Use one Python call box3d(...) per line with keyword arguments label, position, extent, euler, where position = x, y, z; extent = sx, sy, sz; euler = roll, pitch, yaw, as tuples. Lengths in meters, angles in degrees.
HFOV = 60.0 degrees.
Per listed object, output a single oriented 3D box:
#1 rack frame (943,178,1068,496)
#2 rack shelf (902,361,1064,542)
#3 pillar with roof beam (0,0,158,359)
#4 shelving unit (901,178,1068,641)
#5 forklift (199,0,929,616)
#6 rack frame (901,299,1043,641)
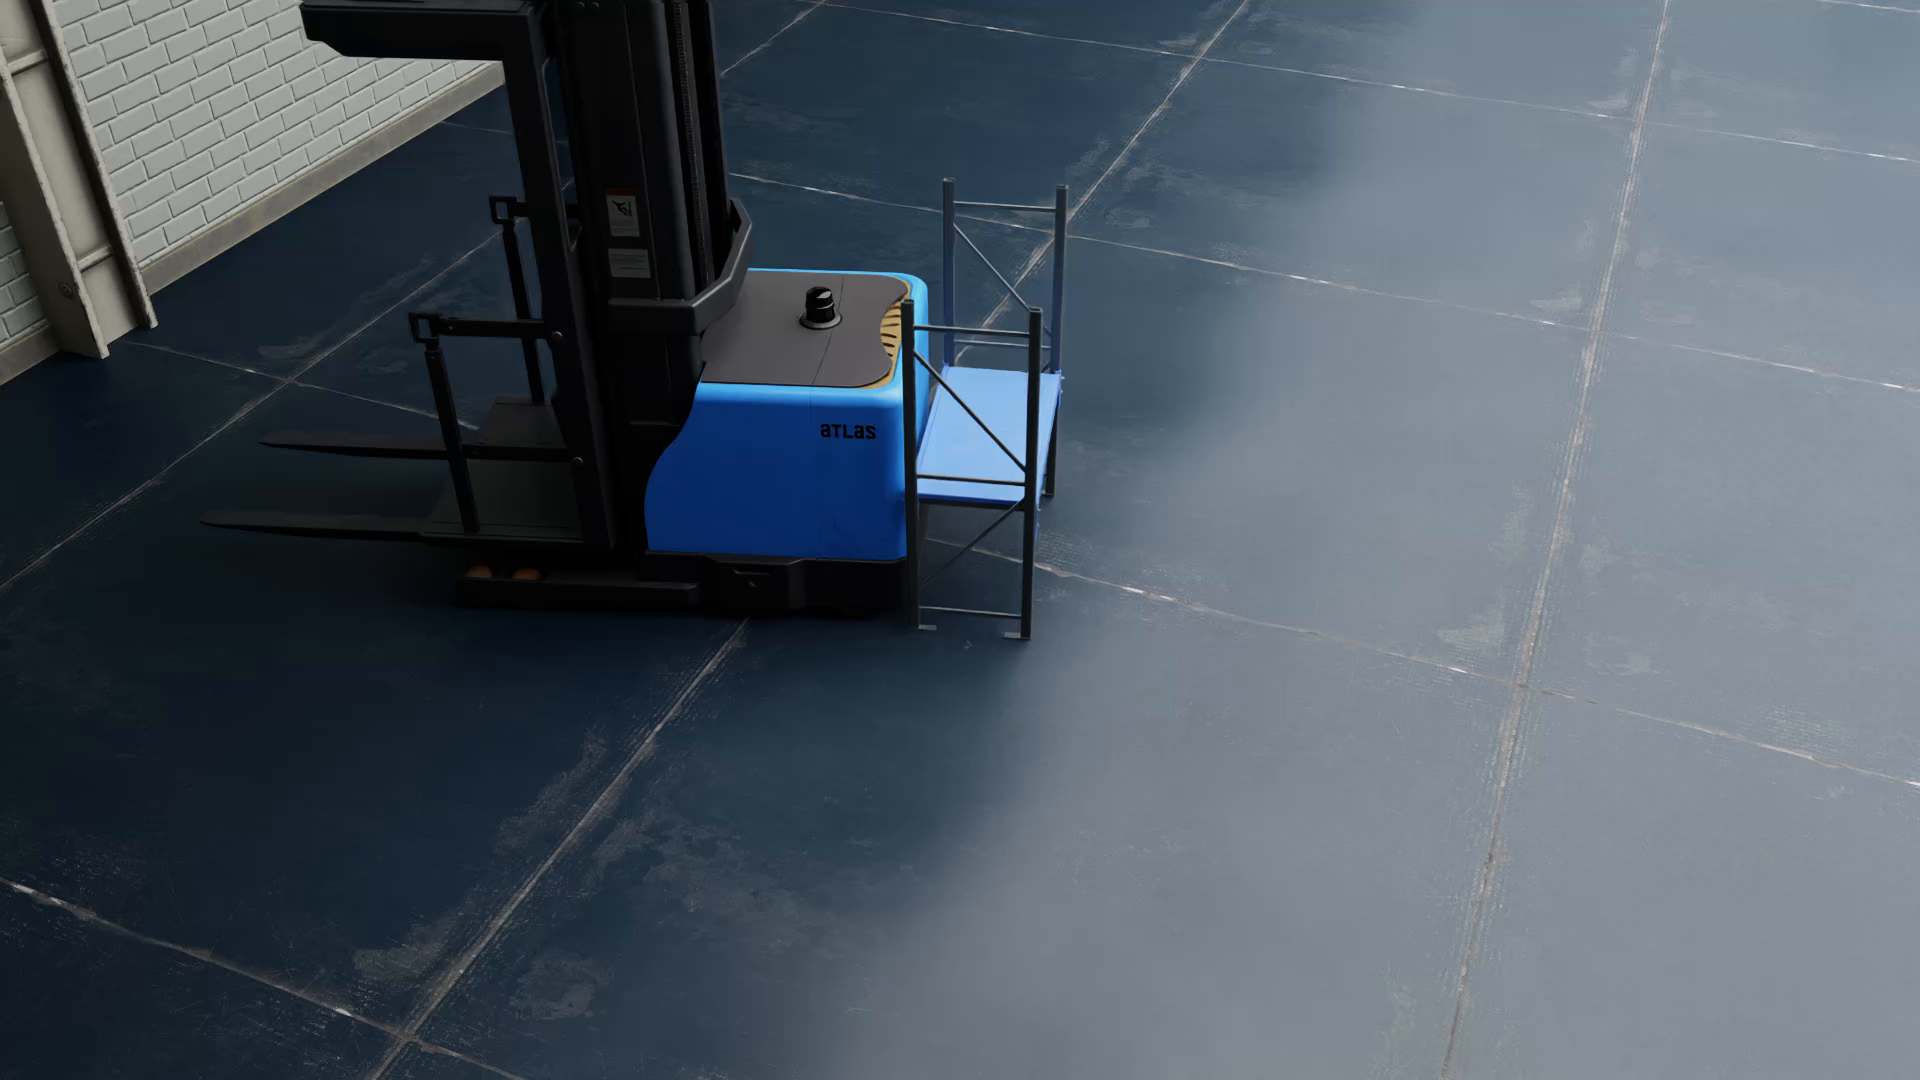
box3d(label="rack frame", position=(0.182, -0.828, 7.105), extent=(0.500, 1.500, 0.032), euler=(5, 37, 6))
box3d(label="rack shelf", position=(0.111, -0.382, 6.809), extent=(0.538, 0.185, 1.000), euler=(5, 37, 6))
box3d(label="pillar with roof beam", position=(-0.464, -3.690, 4.671), extent=(9.100, 9.000, 0.400), euler=(14, 39, 18))
box3d(label="shelving unit", position=(0.111, -0.526, 6.701), extent=(0.538, 1.500, 1.048), euler=(5, 37, 6))
box3d(label="forklift", position=(-1.663, -1.207, 6.417), extent=(3.031, 2.935, 1.130), euler=(2, 37, 3))
box3d(label="rack frame", position=(0.041, -0.225, 6.298), extent=(0.500, 1.500, 0.032), euler=(5, 37, 6))
